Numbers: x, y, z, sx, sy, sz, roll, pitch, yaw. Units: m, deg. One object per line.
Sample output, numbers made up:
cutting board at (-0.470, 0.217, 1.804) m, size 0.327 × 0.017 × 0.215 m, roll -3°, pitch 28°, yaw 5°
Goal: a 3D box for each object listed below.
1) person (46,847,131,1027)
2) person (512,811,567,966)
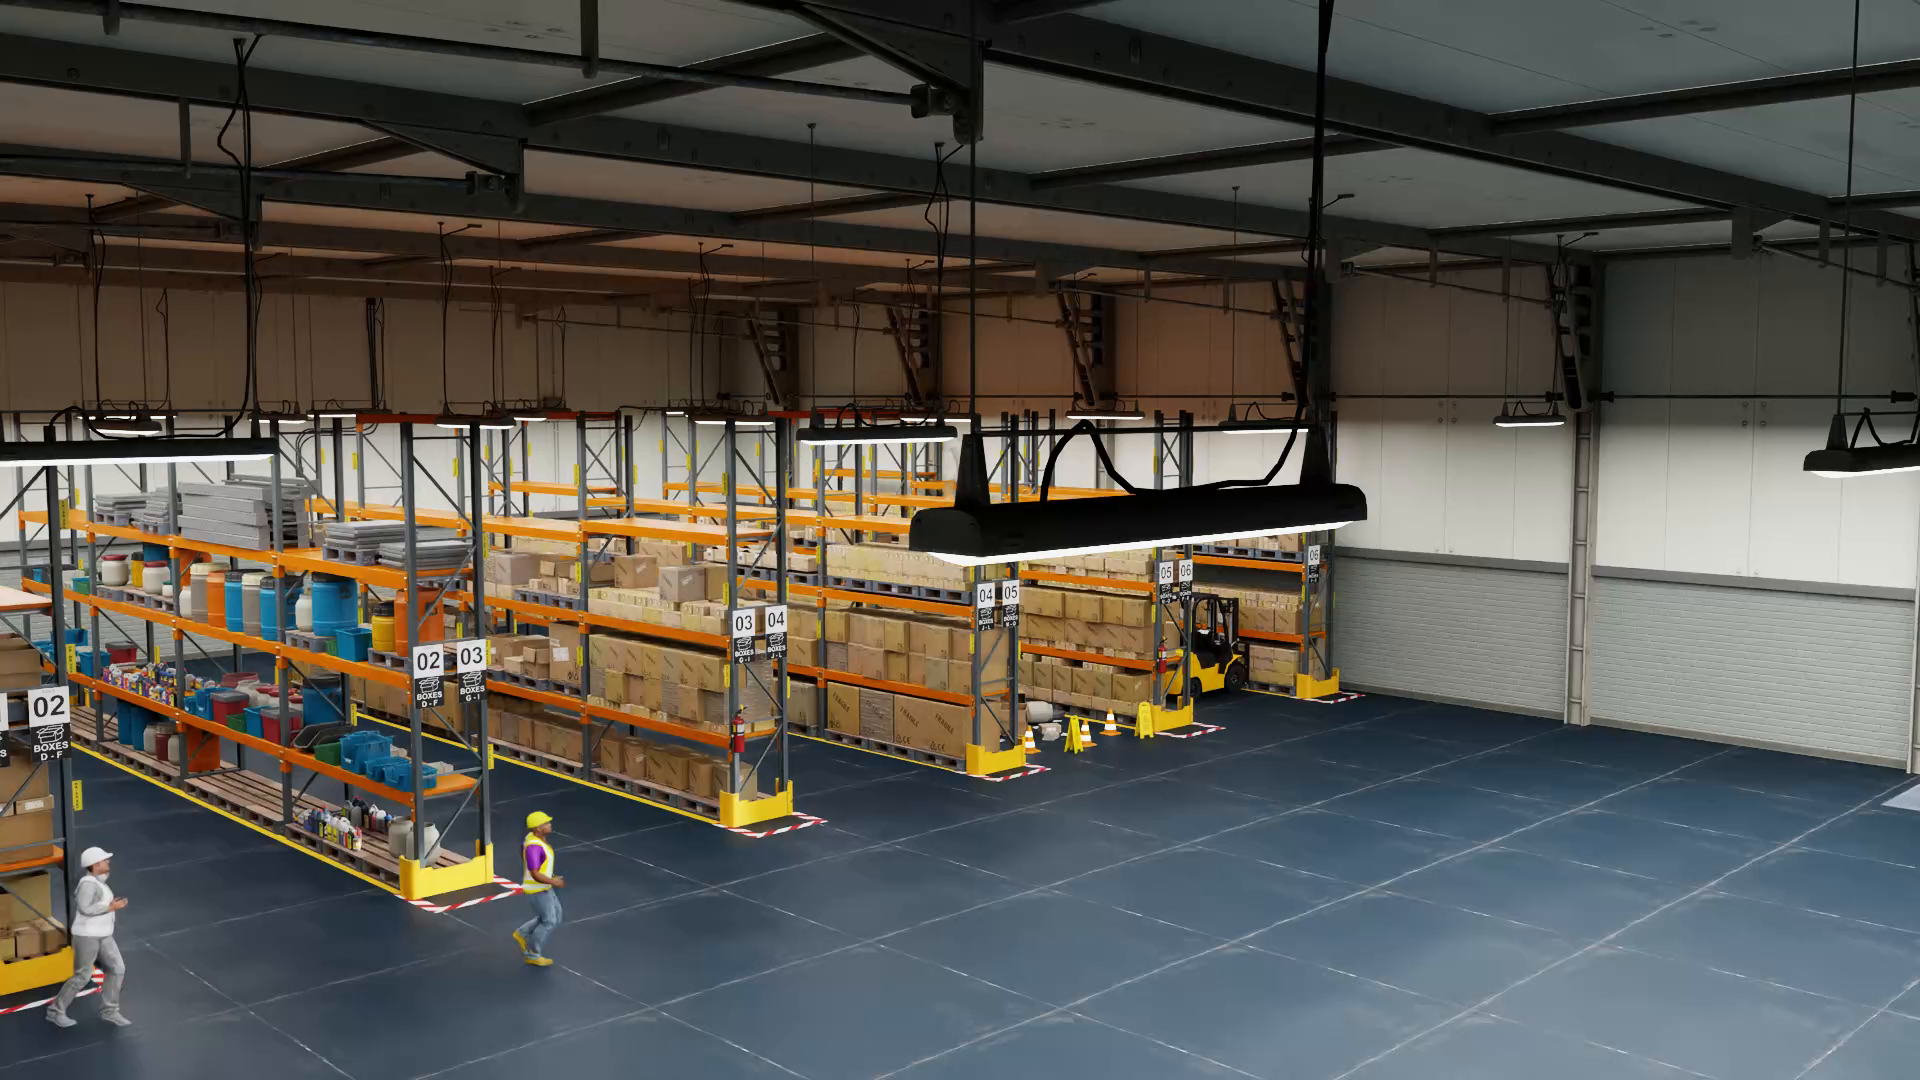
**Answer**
person at (-8.766, 4.005, 16.797) m, size 0.761 × 1.799 × 0.666 m, roll -1°, pitch 5°, yaw -9°
person at (-4.692, 3.871, 18.521) m, size 0.603 × 1.724 × 0.739 m, roll -1°, pitch 5°, yaw -14°
